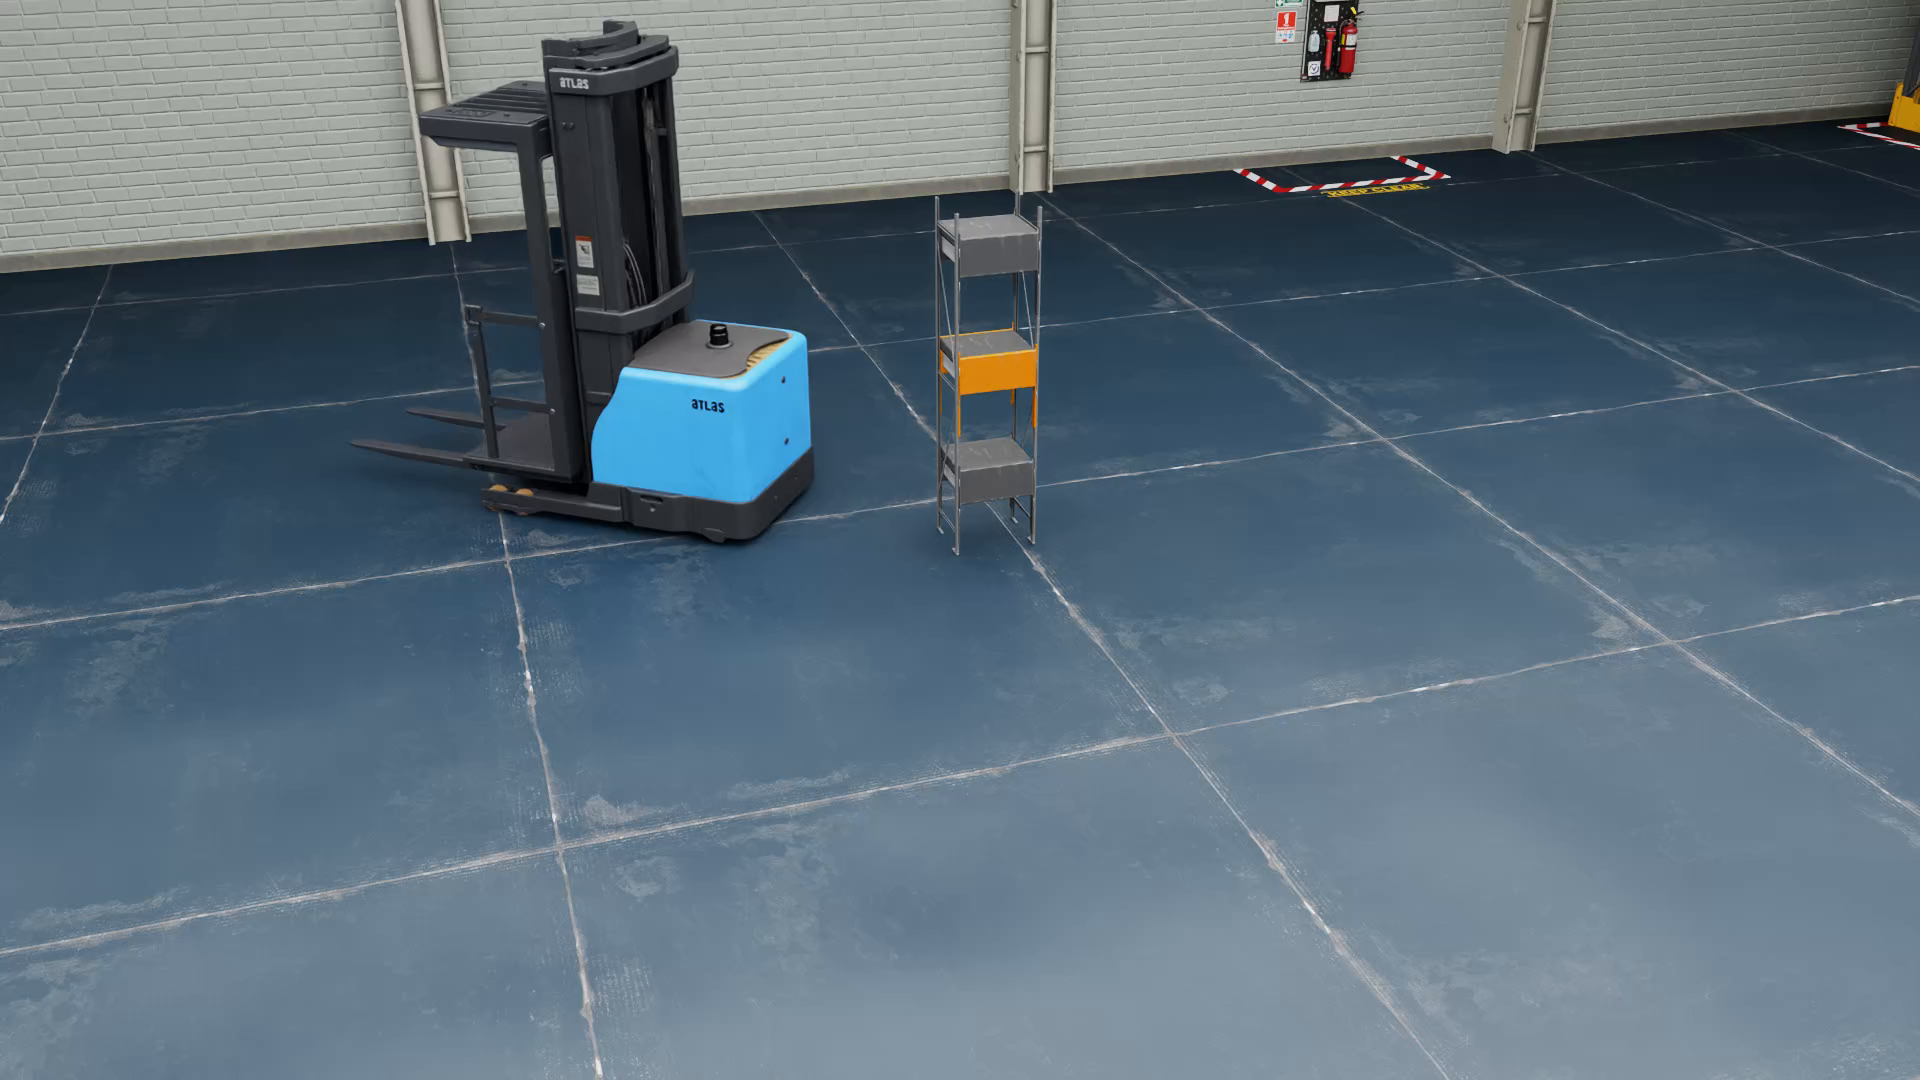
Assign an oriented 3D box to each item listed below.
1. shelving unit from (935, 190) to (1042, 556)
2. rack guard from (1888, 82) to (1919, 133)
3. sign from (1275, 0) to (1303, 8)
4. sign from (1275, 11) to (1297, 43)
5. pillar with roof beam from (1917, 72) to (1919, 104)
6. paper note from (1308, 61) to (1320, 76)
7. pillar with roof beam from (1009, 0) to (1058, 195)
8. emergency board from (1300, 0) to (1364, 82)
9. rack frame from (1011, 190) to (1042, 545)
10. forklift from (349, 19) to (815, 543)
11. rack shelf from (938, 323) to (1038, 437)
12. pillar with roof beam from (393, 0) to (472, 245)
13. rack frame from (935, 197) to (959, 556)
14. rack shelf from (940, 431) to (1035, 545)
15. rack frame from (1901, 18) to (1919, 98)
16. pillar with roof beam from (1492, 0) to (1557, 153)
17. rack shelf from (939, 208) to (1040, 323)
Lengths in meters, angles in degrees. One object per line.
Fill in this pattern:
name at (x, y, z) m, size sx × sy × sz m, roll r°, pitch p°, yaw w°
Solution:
shelving unit at (0.157, -0.963, 9.829) m, size 0.503 × 2.100 × 0.431 m, roll -8°, pitch 28°, yaw -16°
rack guard at (11.841, -5.171, 20.104) m, size 0.348 × 0.500 × 1.175 m, roll -8°, pitch 28°, yaw -16°
sign at (3.550, -5.810, 17.943) m, size 0.331 × 0.109 × 0.001 m, roll -8°, pitch 28°, yaw -16°
sign at (3.542, -5.575, 18.067) m, size 0.234 × 0.329 × 0.001 m, roll -8°, pitch 28°, yaw -16°
pillar with roof beam at (13.500, -7.609, 15.457) m, size 0.400 × 9.000 × 9.100 m, roll -8°, pitch 28°, yaw -16°
paper note at (3.910, -5.202, 18.346) m, size 0.142 × 0.148 × 0.016 m, roll -8°, pitch 28°, yaw -16°
pillar with roof beam at (2.090, -5.957, 12.129) m, size 0.400 × 9.000 × 9.100 m, roll -8°, pitch 28°, yaw -16°
emergency board at (4.100, -5.592, 18.141) m, size 0.643 × 1.169 × 0.194 m, roll -8°, pitch 28°, yaw -16°
rack frame at (0.389, -0.997, 9.897) m, size 0.015 × 2.100 × 0.400 m, roll -8°, pitch 28°, yaw -16°
forklift at (-2.525, -1.678, 10.334) m, size 3.031 × 2.935 × 1.130 m, roll 9°, pitch 28°, yaw 17°
rack shelf at (0.157, -0.951, 9.835) m, size 0.480 × 0.518 × 0.431 m, roll -8°, pitch 28°, yaw -16°
pillar with roof beam at (-3.615, -5.131, 10.465) m, size 0.400 × 9.000 × 9.100 m, roll -8°, pitch 28°, yaw -16°
rack frame at (-0.075, -0.930, 9.761) m, size 0.015 × 2.100 × 0.400 m, roll -8°, pitch 28°, yaw -16°
rack shelf at (0.157, -0.324, 10.146) m, size 0.480 × 0.518 × 0.431 m, roll -8°, pitch 28°, yaw -16°
rack frame at (11.769, -6.280, 19.527) m, size 0.127 × 3.000 × 1.000 m, roll -8°, pitch 28°, yaw -16°
pillar with roof beam at (7.795, -6.783, 13.793) m, size 0.400 × 9.000 × 9.100 m, roll -8°, pitch 28°, yaw -16°
rack shelf at (0.157, -1.578, 9.524) m, size 0.480 × 0.518 × 0.431 m, roll -8°, pitch 28°, yaw -16°
